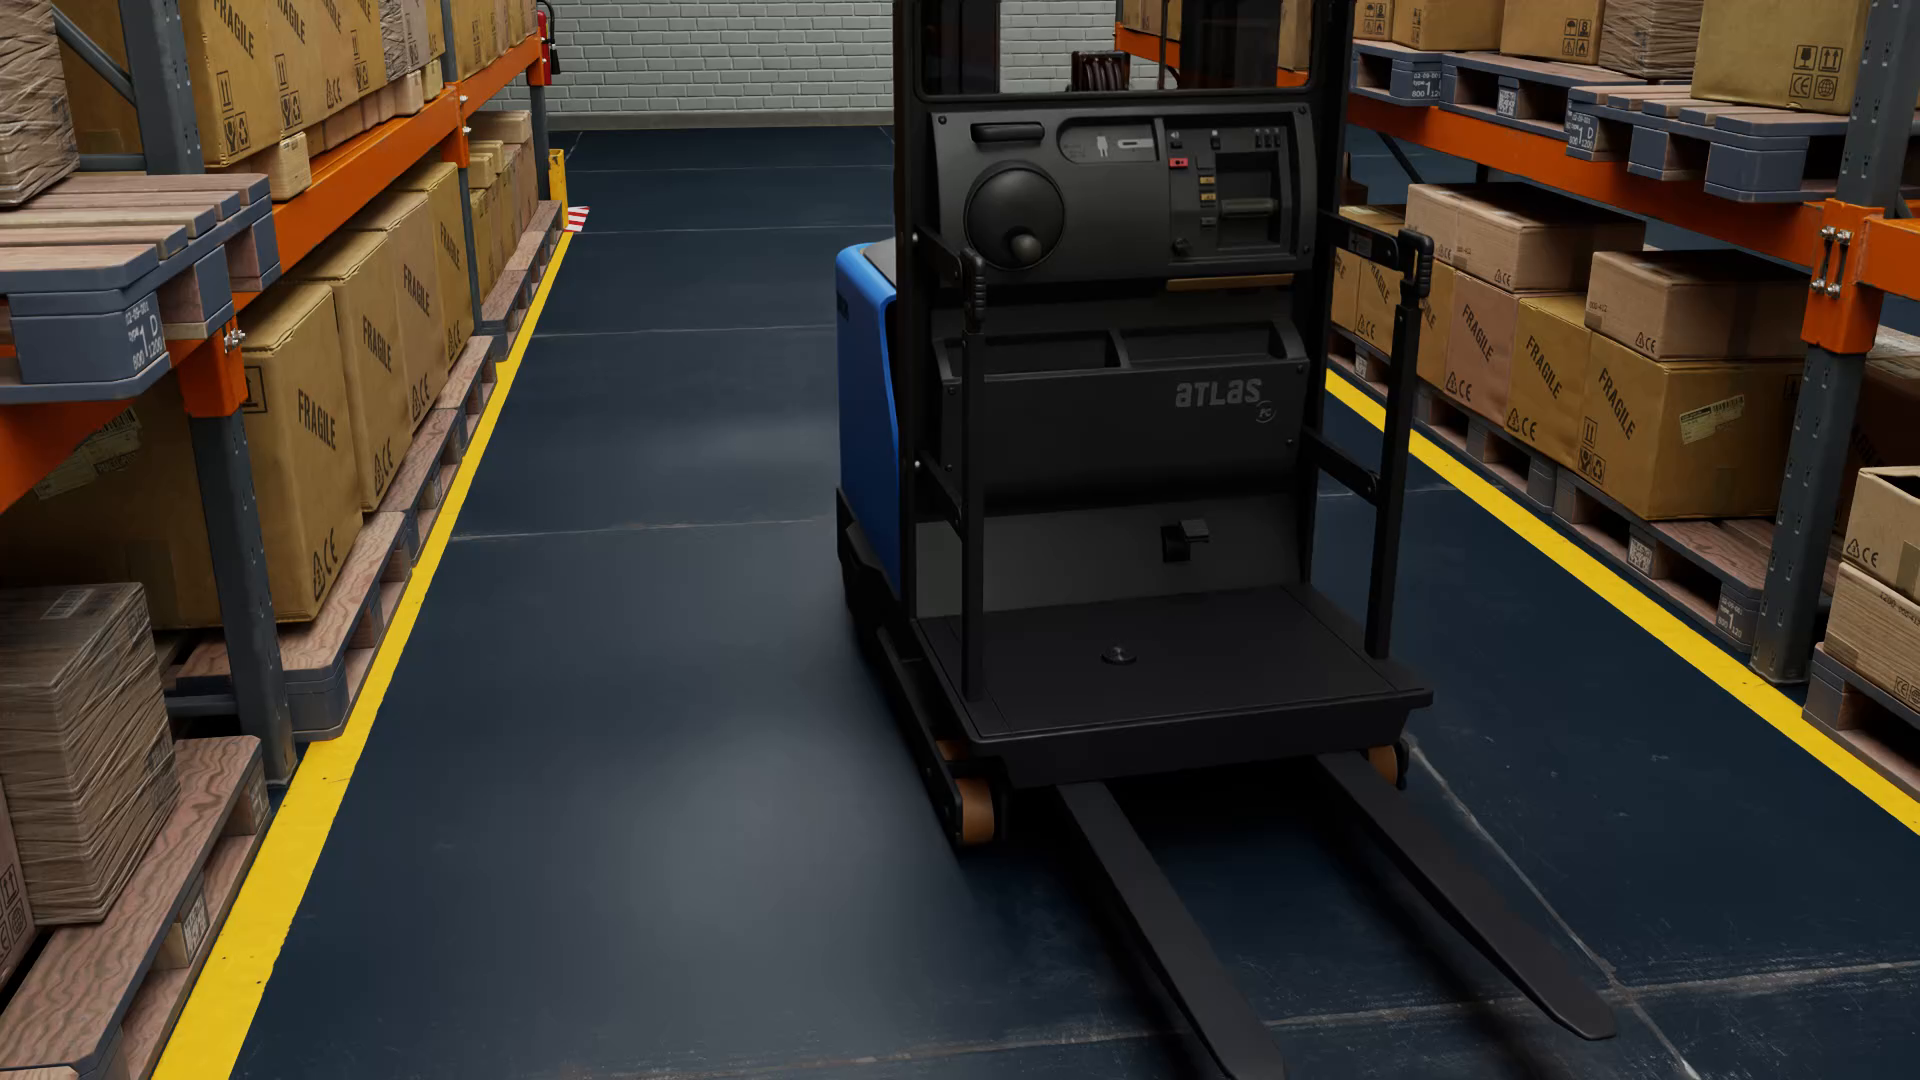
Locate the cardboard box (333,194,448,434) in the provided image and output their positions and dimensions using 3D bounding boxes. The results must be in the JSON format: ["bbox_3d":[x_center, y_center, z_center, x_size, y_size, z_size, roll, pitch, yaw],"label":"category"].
[{"bbox_3d":[-2.378,-0.840,6.149,0.750,0.750,0.750,-2,21,-6],"label":"cardboard box"}]

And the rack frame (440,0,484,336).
[{"bbox_3d":[-2.732,-2.176,7.255,1.000,3.000,0.127,-3,21,-8],"label":"rack frame"}]

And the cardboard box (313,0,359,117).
[{"bbox_3d":[-2.109,-1.521,4.906,0.500,0.500,0.500,-3,21,-8],"label":"cardboard box"}]

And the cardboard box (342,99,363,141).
[{"bbox_3d":[-2.236,-1.430,5.589,0.380,0.149,0.250,-2,21,-6],"label":"cardboard box"}]

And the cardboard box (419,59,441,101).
[{"bbox_3d":[-2.343,-1.879,6.790,0.380,0.149,0.250,-3,21,-7],"label":"cardboard box"}]

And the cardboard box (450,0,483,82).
[{"bbox_3d":[-2.794,-2.505,7.708,0.980,0.700,0.700,-3,21,-7],"label":"cardboard box"}]

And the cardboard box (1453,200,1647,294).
[{"bbox_3d":[2.215,-1.114,6.283,0.500,0.250,0.500,-3,21,-9],"label":"cardboard box"}]

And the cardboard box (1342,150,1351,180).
[{"bbox_3d":[1.894,-2.114,10.028,0.797,0.503,0.637,-3,21,-8],"label":"cardboard box"}]

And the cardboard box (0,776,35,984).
[{"bbox_3d":[-2.041,0.605,2.754,0.700,0.500,0.500,-3,21,-8],"label":"cardboard box"}]

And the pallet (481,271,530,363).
[{"bbox_3d":[-2.764,-1.137,8.458,1.003,0.211,1.213,-3,21,-8],"label":"pallet"}]

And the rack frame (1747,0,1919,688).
[{"bbox_3d":[2.746,-1.042,4.219,1.000,3.000,0.127,-3,21,-8],"label":"rack frame"}]

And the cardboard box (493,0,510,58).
[{"bbox_3d":[-3.008,-3.010,9.058,0.980,0.700,0.700,-4,21,-10],"label":"cardboard box"}]

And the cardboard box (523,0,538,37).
[{"bbox_3d":[-3.225,-3.525,10.439,0.980,0.700,0.700,-2,21,-5],"label":"cardboard box"}]

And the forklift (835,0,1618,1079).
[{"bbox_3d":[0.446,-0.812,3.701,1.130,2.935,3.031,-5,21,-13],"label":"forklift"}]

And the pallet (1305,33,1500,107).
[{"bbox_3d":[2.177,-2.055,7.205,1.003,0.211,1.213,-3,21,-8],"label":"pallet"}]

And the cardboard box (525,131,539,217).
[{"bbox_3d":[-3.109,-2.349,10.692,0.700,0.500,0.500,-3,21,-8],"label":"cardboard box"}]

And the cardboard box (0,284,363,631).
[{"bbox_3d":[-2.131,-0.242,4.549,0.750,0.750,0.750,-3,21,-8],"label":"cardboard box"}]

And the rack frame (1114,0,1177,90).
[{"bbox_3d":[1.593,-3.812,11.635,1.000,3.000,0.127,-3,21,-8],"label":"rack frame"}]

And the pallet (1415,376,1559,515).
[{"bbox_3d":[2.503,-0.418,6.533,1.003,0.211,1.213,-3,21,-8],"label":"pallet"}]

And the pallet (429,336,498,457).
[{"bbox_3d":[-2.546,-0.606,7.038,1.003,0.211,1.213,-3,21,-8],"label":"pallet"}]

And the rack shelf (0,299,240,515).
[{"bbox_3d":[-1.867,0.238,1.819,1.077,0.370,4.000,-3,21,-8],"label":"rack shelf"}]

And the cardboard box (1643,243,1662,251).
[{"bbox_3d":[2.659,-0.961,6.945,0.500,0.500,0.500,-3,21,-7],"label":"cardboard box"}]

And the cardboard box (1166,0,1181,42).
[{"bbox_3d":[1.545,-3.340,10.228,0.500,0.500,0.500,-3,21,-8],"label":"cardboard box"}]

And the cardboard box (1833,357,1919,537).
[{"bbox_3d":[2.963,-0.249,5.040,0.500,0.500,0.500,-2,21,-5],"label":"cardboard box"}]

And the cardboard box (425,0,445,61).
[{"bbox_3d":[-2.416,-2.224,6.788,0.500,0.500,0.500,-3,21,-9],"label":"cardboard box"}]

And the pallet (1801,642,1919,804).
[{"bbox_3d":[2.826,0.551,3.939,1.003,0.211,1.213,-3,21,-8],"label":"pallet"}]

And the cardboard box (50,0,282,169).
[{"bbox_3d":[-1.972,-1.168,3.959,0.500,0.500,0.500,-2,21,-6],"label":"cardboard box"}]

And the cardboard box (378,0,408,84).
[{"bbox_3d":[-2.269,-1.874,5.850,0.500,0.500,0.500,-3,21,-8],"label":"cardboard box"}]

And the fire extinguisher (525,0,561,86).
[{"bbox_3d":[-2.874,-3.425,11.244,0.296,0.674,0.183,-3,21,-8],"label":"fire extinguisher"}]

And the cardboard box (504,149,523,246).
[{"bbox_3d":[-2.963,-2.002,9.762,0.700,0.500,0.500,-4,21,-10],"label":"cardboard box"}]

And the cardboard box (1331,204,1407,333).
[{"bbox_3d":[1.998,-1.282,7.806,0.500,0.500,0.500,-4,21,-10],"label":"cardboard box"}]

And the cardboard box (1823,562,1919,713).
[{"bbox_3d":[2.531,0.245,4.102,0.500,0.250,0.500,-3,21,-8],"label":"cardboard box"}]

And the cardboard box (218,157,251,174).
[{"bbox_3d":[-2.001,-0.896,4.159,0.380,0.149,0.250,-3,21,-7],"label":"cardboard box"}]

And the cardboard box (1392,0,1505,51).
[{"bbox_3d":[2.178,-2.260,6.738,0.700,0.500,0.500,0,20,1],"label":"cardboard box"}]

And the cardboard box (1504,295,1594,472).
[{"bbox_3d":[2.305,-0.568,5.895,0.500,0.500,0.500,-4,21,-10],"label":"cardboard box"}]

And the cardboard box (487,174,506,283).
[{"bbox_3d":[-2.807,-1.640,8.792,0.700,0.500,0.500,-3,21,-8],"label":"cardboard box"}]

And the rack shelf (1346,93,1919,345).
[{"bbox_3d":[2.458,-1.398,6.199,1.077,0.370,4.000,-3,21,-8],"label":"rack shelf"}]

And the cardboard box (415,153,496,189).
[{"bbox_3d":[-2.607,-1.897,8.555,0.380,0.149,0.250,-2,21,-6],"label":"cardboard box"}]

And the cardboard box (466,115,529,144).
[{"bbox_3d":[-2.872,-2.529,10.247,0.380,0.149,0.250,-2,21,-6],"label":"cardboard box"}]

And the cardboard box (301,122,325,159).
[{"bbox_3d":[-2.187,-1.252,5.113,0.380,0.149,0.250,-3,21,-7],"label":"cardboard box"}]

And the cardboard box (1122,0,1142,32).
[{"bbox_3d":[1.396,-3.692,11.171,0.500,0.500,0.500,-2,21,-7],"label":"cardboard box"}]

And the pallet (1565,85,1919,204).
[{"bbox_3d":[2.579,-1.183,4.872,1.213,0.211,1.003,-3,21,-8],"label":"pallet"}]

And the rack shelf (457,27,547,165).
[{"bbox_3d":[-3.020,-2.531,9.235,1.077,0.370,4.000,-3,21,-8],"label":"rack shelf"}]

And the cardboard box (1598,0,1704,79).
[{"bbox_3d":[2.601,-1.824,5.571,0.700,0.500,0.500,1,20,2],"label":"cardboard box"}]

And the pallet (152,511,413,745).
[{"bbox_3d":[-2.194,0.238,4.776,1.003,0.211,1.213,-3,21,-8],"label":"pallet"}]

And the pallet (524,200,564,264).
[{"bbox_3d":[-3.116,-1.982,10.720,1.003,0.211,1.213,-3,21,-8],"label":"pallet"}]

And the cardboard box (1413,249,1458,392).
[{"bbox_3d":[2.151,-0.925,6.849,0.500,0.500,0.500,-3,21,-7],"label":"cardboard box"}]

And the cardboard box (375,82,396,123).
[{"bbox_3d":[-2.285,-1.610,6.071,0.380,0.149,0.250,-3,21,-8],"label":"cardboard box"}]
